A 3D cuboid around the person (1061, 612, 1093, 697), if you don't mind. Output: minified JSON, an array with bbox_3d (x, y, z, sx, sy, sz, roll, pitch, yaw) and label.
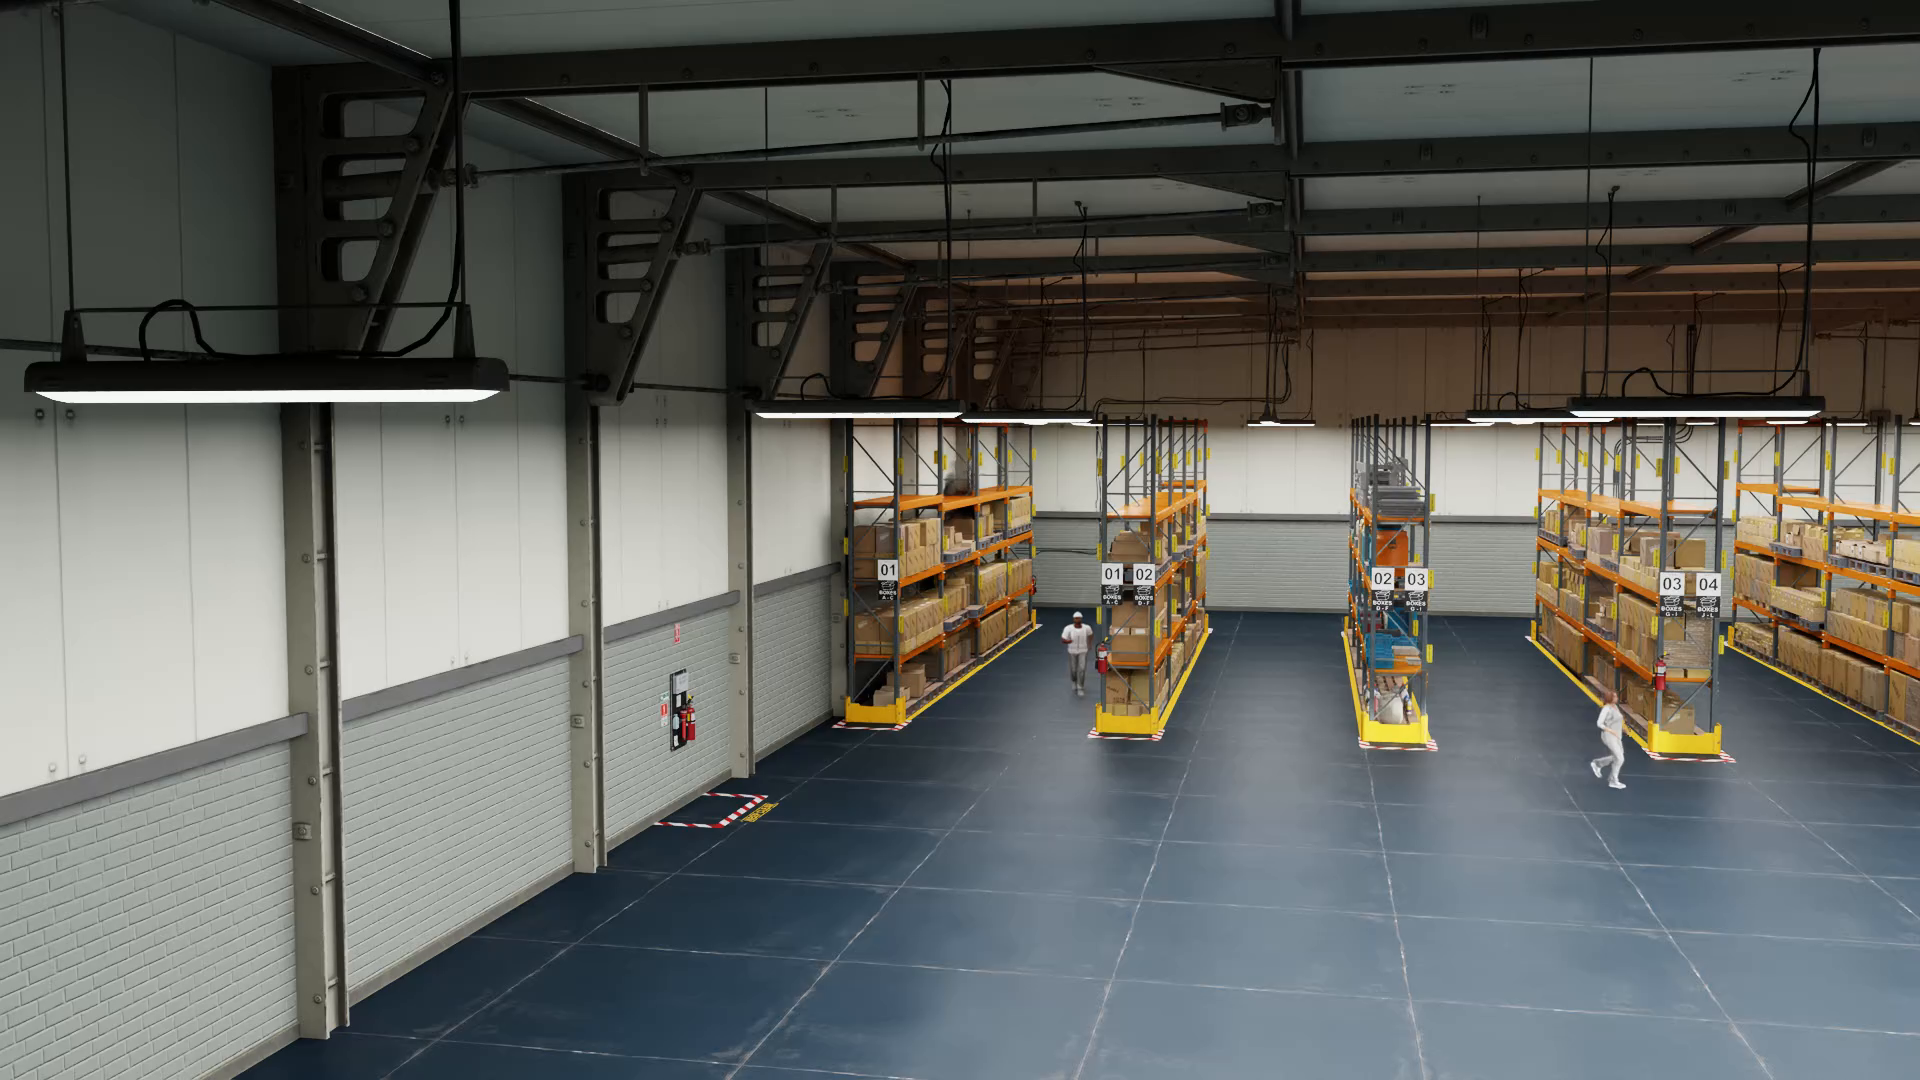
[{"bbox_3d":[2.527,2.425,35.753,0.701,1.764,0.917,0,4,1],"label":"person"}]

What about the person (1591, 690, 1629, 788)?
[{"bbox_3d":[10.375,3.173,26.610,0.608,1.549,0.538,4,5,44],"label":"person"}]
